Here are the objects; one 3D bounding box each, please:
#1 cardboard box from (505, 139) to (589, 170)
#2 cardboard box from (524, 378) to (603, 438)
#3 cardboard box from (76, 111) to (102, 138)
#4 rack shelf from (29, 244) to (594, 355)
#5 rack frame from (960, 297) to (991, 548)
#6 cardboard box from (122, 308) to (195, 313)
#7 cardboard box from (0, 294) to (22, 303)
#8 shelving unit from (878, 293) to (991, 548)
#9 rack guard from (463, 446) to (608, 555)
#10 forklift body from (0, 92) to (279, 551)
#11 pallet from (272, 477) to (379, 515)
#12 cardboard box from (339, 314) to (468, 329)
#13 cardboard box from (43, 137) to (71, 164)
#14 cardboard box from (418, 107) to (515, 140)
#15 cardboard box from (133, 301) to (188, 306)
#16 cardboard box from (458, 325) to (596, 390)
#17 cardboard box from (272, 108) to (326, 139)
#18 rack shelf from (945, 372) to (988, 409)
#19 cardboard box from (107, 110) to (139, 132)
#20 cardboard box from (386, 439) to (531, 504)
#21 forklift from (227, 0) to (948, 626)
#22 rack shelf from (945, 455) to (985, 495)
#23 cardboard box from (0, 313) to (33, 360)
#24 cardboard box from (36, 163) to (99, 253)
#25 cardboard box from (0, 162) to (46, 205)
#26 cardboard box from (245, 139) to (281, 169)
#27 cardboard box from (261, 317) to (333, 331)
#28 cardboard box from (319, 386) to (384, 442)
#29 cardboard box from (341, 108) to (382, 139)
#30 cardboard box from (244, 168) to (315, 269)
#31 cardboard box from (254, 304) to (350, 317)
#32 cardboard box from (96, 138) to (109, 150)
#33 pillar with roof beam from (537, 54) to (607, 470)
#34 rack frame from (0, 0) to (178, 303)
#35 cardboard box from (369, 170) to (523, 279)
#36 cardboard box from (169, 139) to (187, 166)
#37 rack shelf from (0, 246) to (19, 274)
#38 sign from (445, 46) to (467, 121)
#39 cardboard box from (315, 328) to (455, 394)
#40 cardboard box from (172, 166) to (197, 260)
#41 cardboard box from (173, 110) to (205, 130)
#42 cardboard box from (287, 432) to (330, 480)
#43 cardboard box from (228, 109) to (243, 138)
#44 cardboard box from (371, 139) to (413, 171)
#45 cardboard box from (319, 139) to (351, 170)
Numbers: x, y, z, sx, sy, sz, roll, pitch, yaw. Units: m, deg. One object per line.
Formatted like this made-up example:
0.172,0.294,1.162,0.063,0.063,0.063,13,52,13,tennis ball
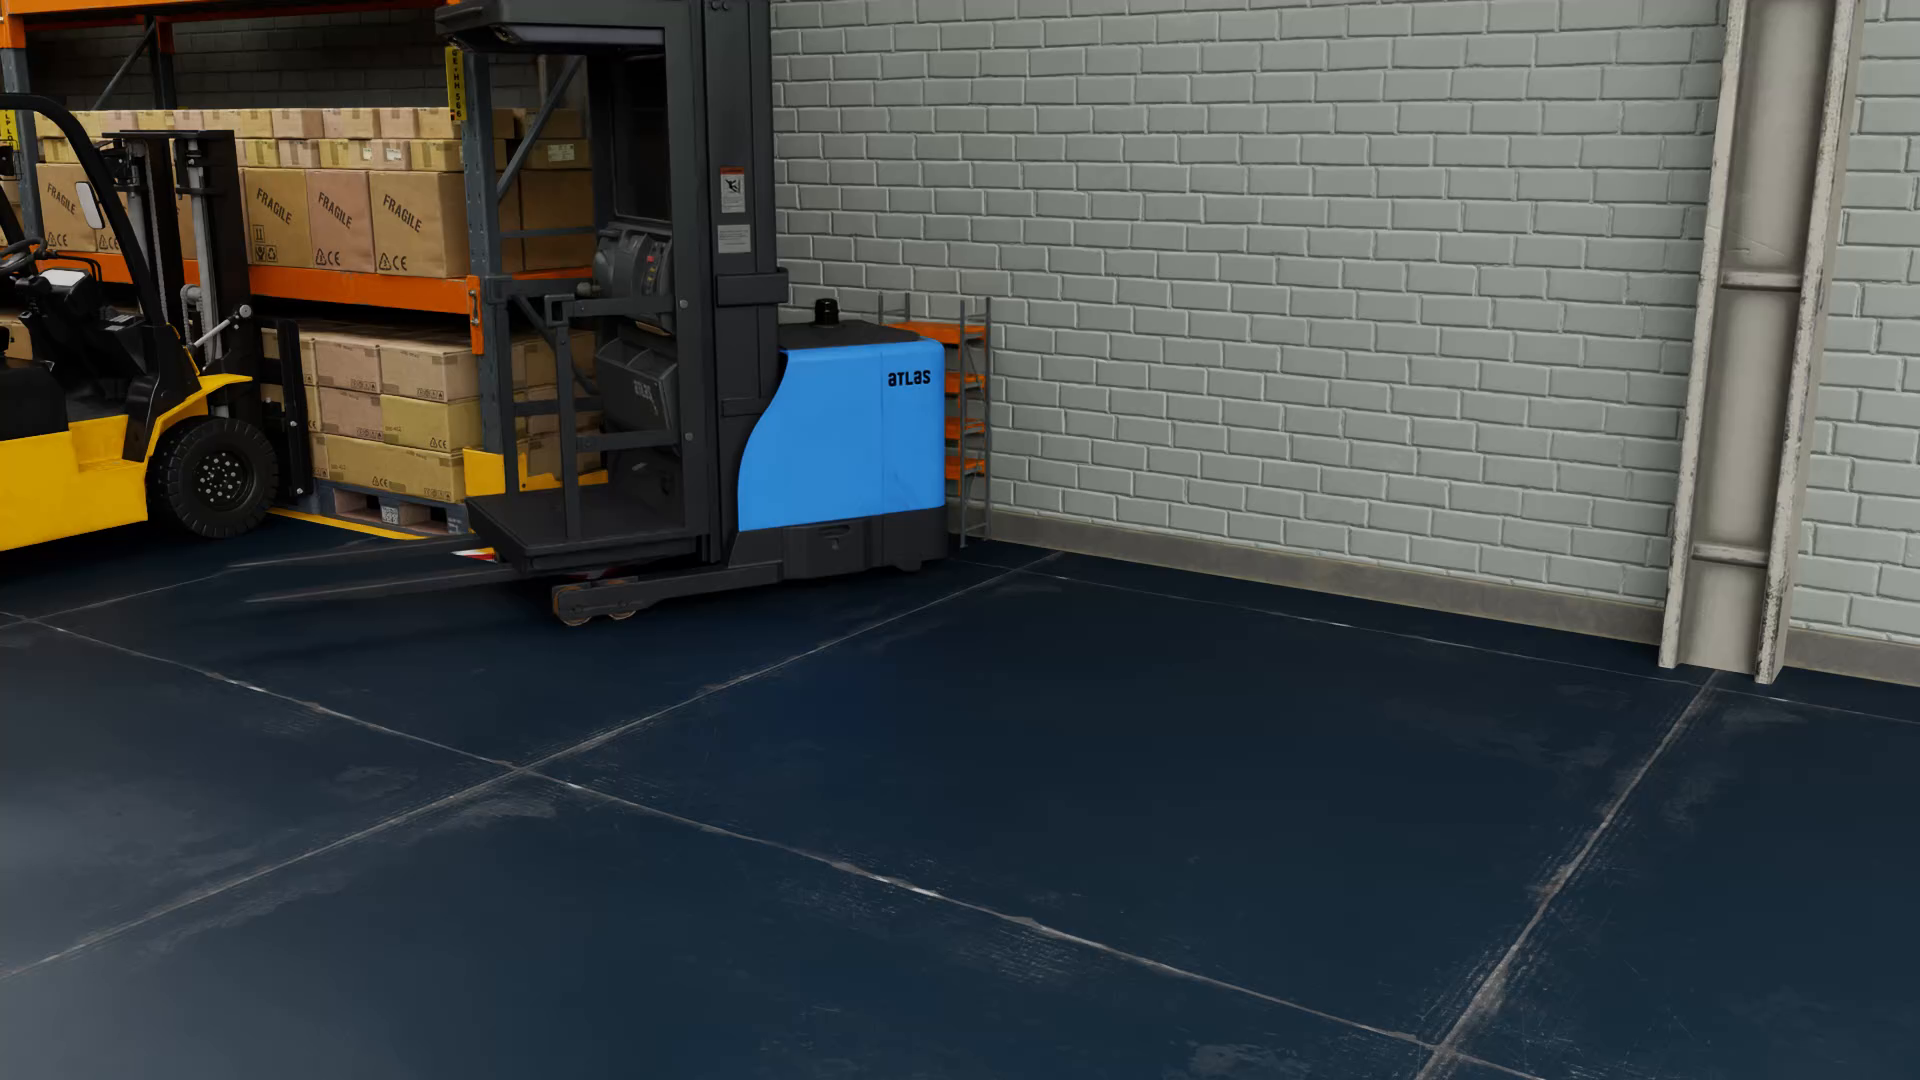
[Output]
-2.116,-1.970,8.479,0.250,0.149,0.380,9,16,31,cardboard box
-2.254,-0.725,8.818,0.500,0.250,0.500,10,17,34,cardboard box
-4.923,-2.438,9.751,0.250,0.149,0.380,9,17,34,cardboard box
-3.639,-1.428,9.346,4.000,0.370,1.077,9,17,33,rack shelf
0.074,-0.569,8.084,0.015,1.200,0.240,9,15,34,rack frame
-4.654,-1.202,9.703,0.500,0.250,0.500,9,17,33,cardboard box
-7.003,-1.370,11.684,0.625,0.625,0.875,8,16,31,cardboard box
-0.126,-0.600,8.220,0.503,1.200,0.258,9,15,34,shelving unit
-1.960,-0.292,8.464,0.348,0.500,1.175,9,17,33,rack guard
-4.571,-0.987,7.836,1.214,2.155,2.313,9,17,33,forklift body
-3.646,-0.413,9.554,1.213,0.211,1.003,9,17,33,pallet
-3.099,-1.101,9.296,0.500,0.250,0.500,9,17,32,cardboard box
-5.181,-2.314,9.869,0.250,0.149,0.380,9,16,32,cardboard box
-2.395,-2.023,8.075,0.250,0.149,0.380,9,17,33,cardboard box
-4.783,-1.372,10.392,0.500,0.250,0.500,10,17,34,cardboard box
-2.273,-0.966,8.749,0.500,0.250,0.500,9,16,32,cardboard box
-3.292,-2.140,8.550,0.250,0.149,0.380,10,17,34,cardboard box
-0.126,-0.752,8.185,0.480,0.148,0.258,9,15,34,rack shelf
-4.560,-2.347,9.384,0.250,0.149,0.380,10,17,34,cardboard box
-2.546,-0.378,8.456,0.500,0.250,0.500,9,17,33,cardboard box
-1.596,-1.212,7.119,3.031,2.935,1.130,-8,16,-28,forklift
-0.126,-0.340,8.278,0.480,0.148,0.258,9,15,34,rack shelf
-5.738,-1.164,10.852,0.625,0.625,0.875,10,17,35,cardboard box
-5.076,-1.982,9.881,0.500,0.500,0.500,9,16,31,cardboard box
-5.849,-2.230,10.361,0.500,0.250,0.500,9,16,32,cardboard box
-3.502,-2.030,8.724,0.250,0.149,0.380,9,17,33,cardboard box
-3.803,-1.065,9.152,0.500,0.250,0.500,9,16,32,cardboard box
-2.968,-0.693,8.689,0.500,0.250,0.500,9,17,32,cardboard box
-2.849,-2.079,8.304,0.250,0.149,0.380,10,17,34,cardboard box
-3.385,-1.711,8.785,0.500,0.500,0.500,9,16,32,cardboard box
-3.942,-1.237,9.845,0.500,0.250,0.500,9,17,33,cardboard box
-4.734,-2.250,9.611,0.250,0.149,0.380,9,17,33,cardboard box
-4.457,-3.836,5.091,0.400,9.000,9.100,9,17,33,pillar with roof beam
-5.299,-2.045,10.343,0.127,3.000,1.000,9,17,33,rack frame
-2.535,-1.571,8.219,0.500,0.500,0.500,9,16,32,cardboard box
-4.135,-2.136,9.152,0.250,0.149,0.380,9,16,31,cardboard box
-6.958,-1.964,11.513,4.000,0.370,1.077,9,17,33,rack shelf
-2.294,-2.080,7.579,0.005,0.325,0.100,9,17,33,sign
-2.963,-0.930,8.606,0.500,0.250,0.500,10,17,34,cardboard box
-4.214,-1.848,9.338,0.500,0.500,0.500,9,17,32,cardboard box
-4.087,-2.294,9.172,0.250,0.149,0.380,9,17,33,cardboard box
-3.363,-0.516,9.012,0.500,0.250,0.500,9,17,33,cardboard box
-3.671,-2.227,8.901,0.250,0.149,0.380,9,17,34,cardboard box
-2.652,-1.891,8.163,0.250,0.149,0.380,9,17,34,cardboard box
-3.033,-1.974,8.496,0.250,0.149,0.380,9,17,32,cardboard box
